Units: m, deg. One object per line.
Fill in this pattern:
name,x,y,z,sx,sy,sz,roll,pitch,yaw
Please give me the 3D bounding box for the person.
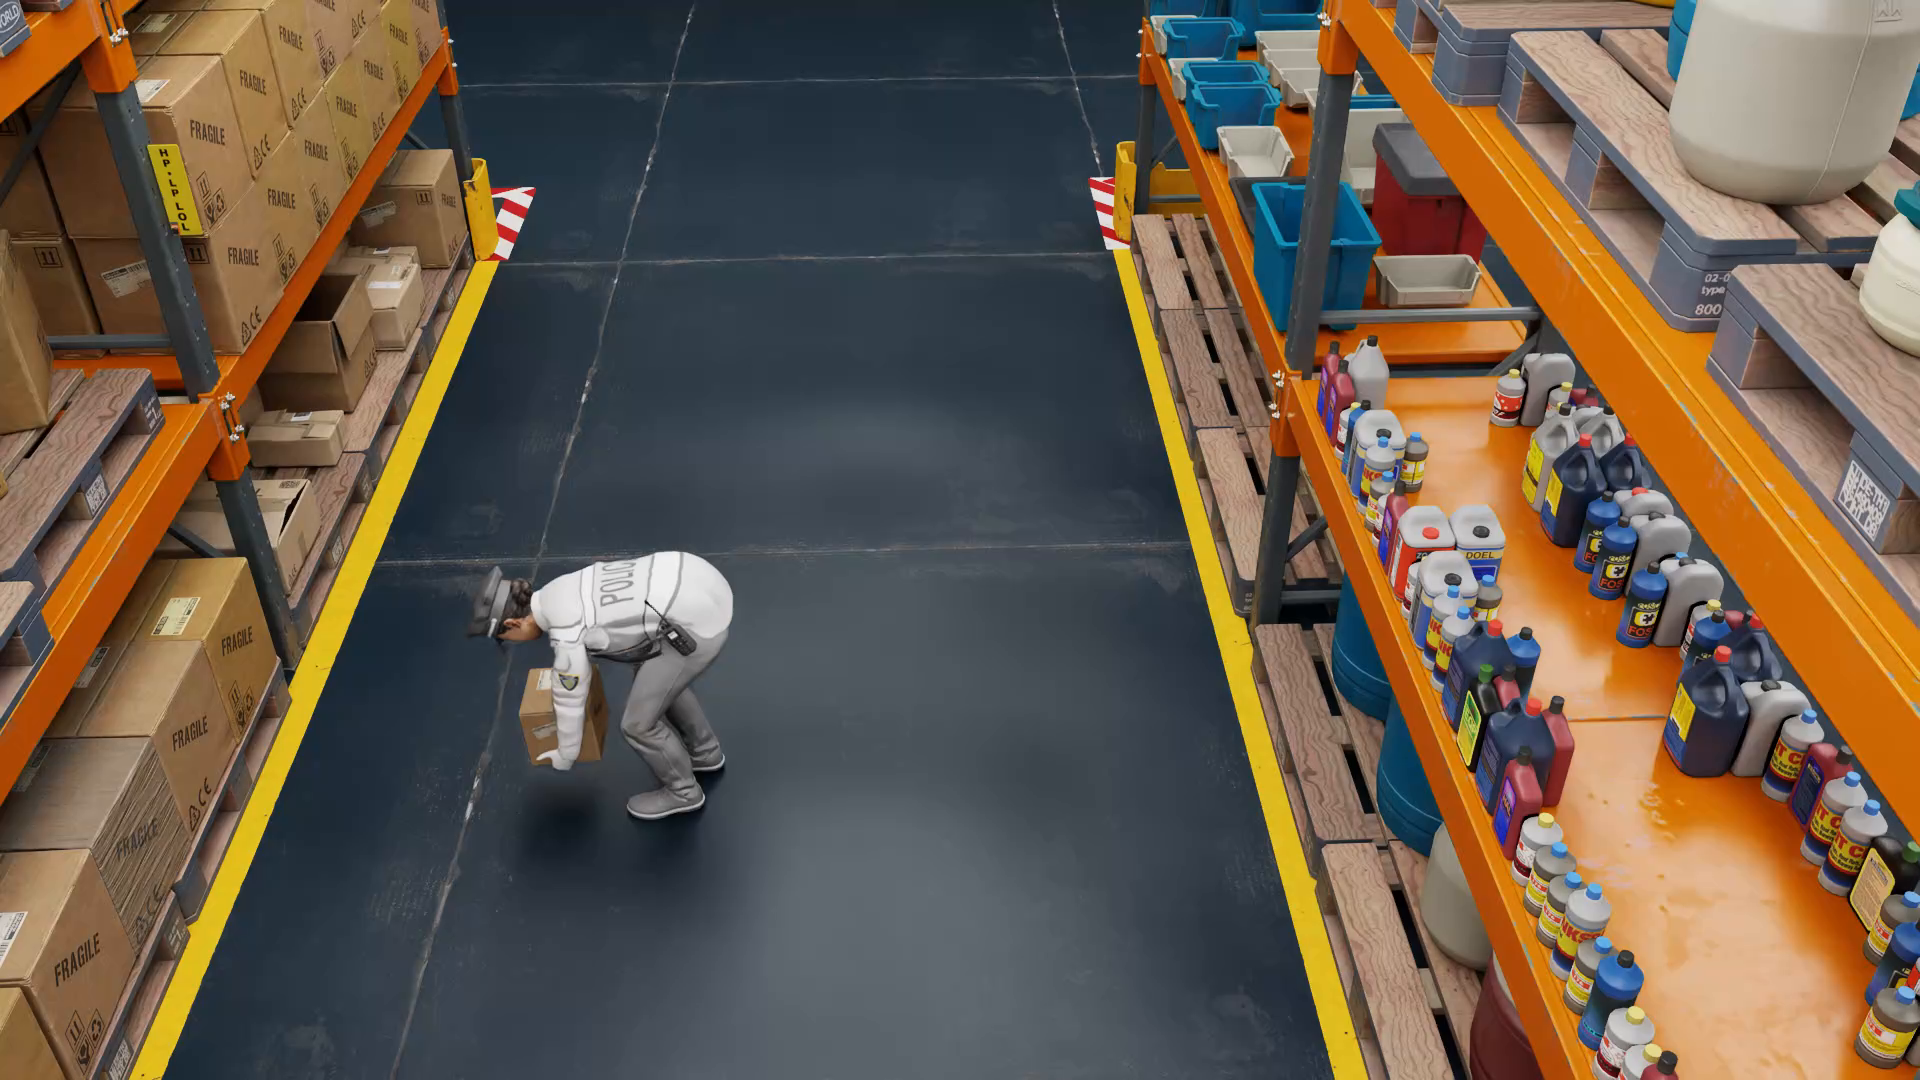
person,-1.250,0.525,5.956,0.924,1.030,0.415,-3,36,-4
